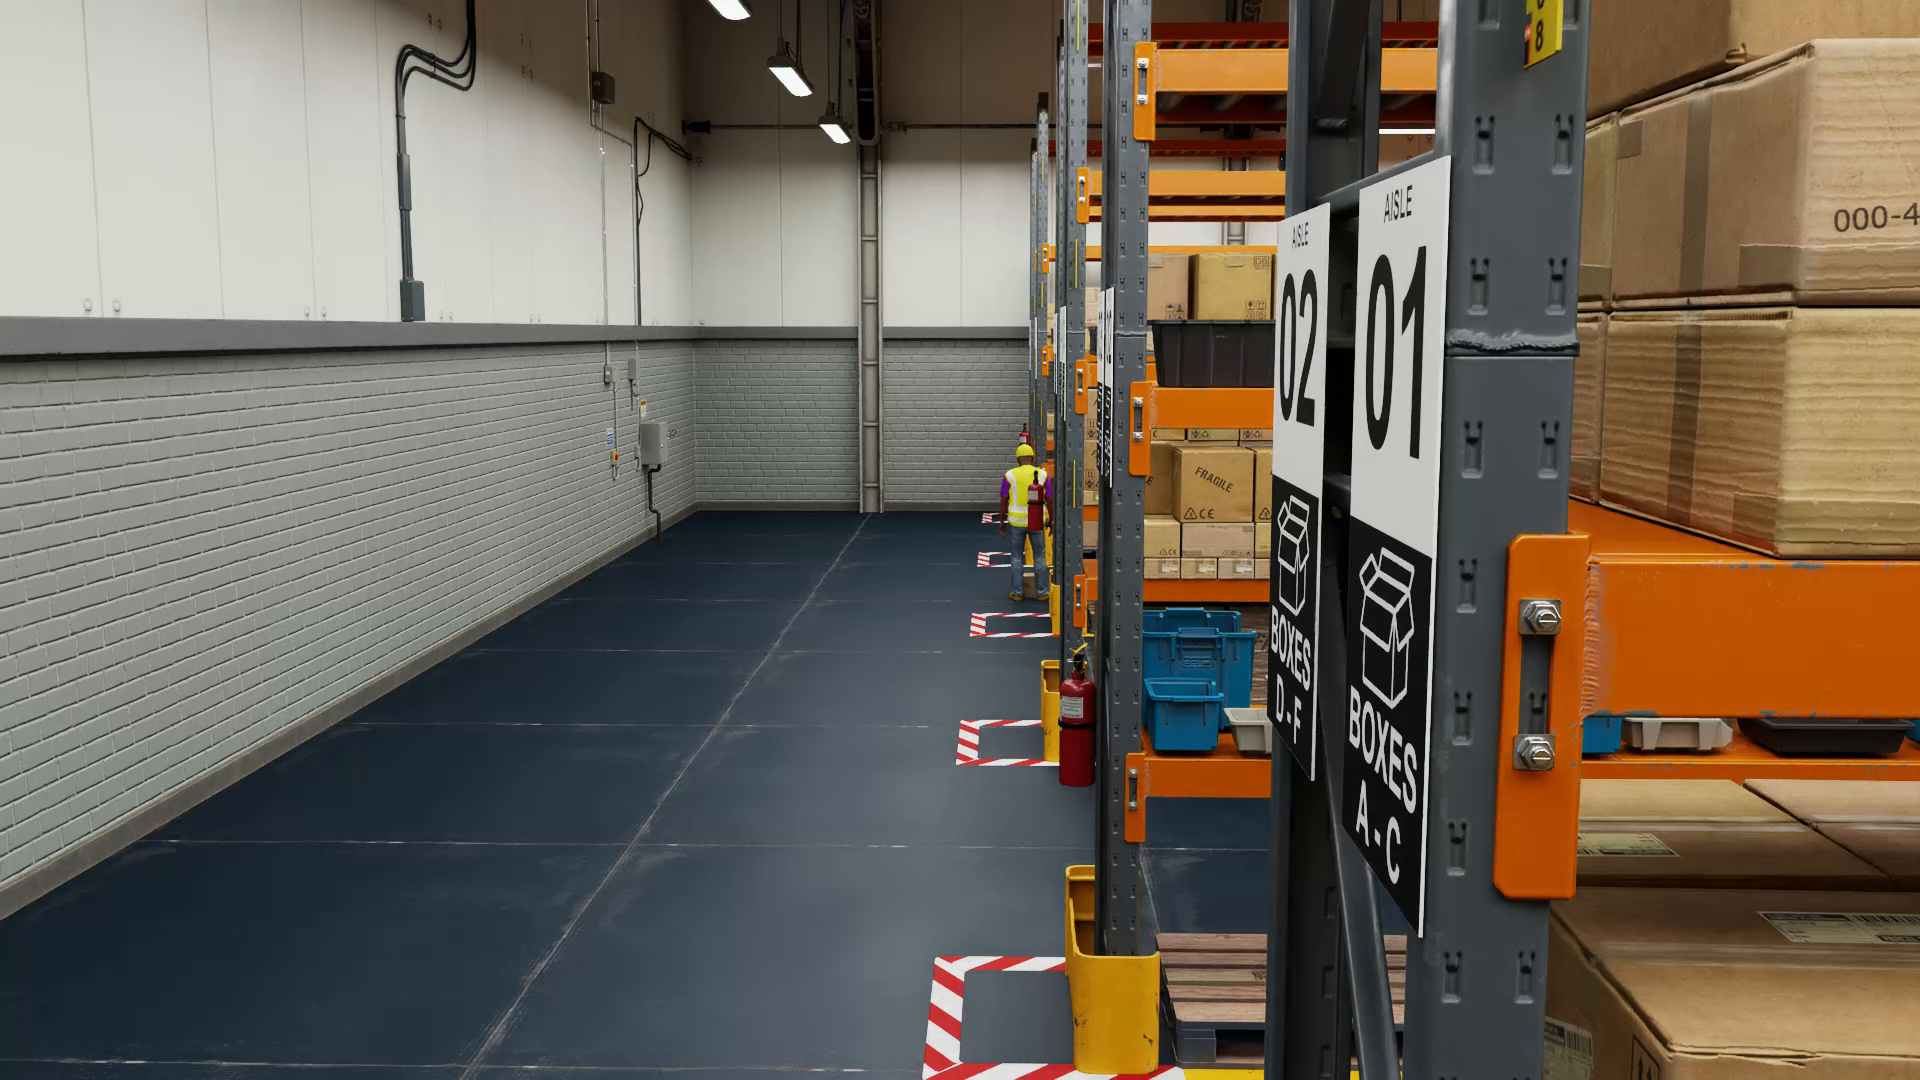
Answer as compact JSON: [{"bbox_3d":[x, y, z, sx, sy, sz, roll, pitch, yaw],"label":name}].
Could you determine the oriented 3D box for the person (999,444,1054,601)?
[{"bbox_3d":[0.756,-0.200,18.784,0.635,1.760,0.463,0,7,0],"label":"person"}]
